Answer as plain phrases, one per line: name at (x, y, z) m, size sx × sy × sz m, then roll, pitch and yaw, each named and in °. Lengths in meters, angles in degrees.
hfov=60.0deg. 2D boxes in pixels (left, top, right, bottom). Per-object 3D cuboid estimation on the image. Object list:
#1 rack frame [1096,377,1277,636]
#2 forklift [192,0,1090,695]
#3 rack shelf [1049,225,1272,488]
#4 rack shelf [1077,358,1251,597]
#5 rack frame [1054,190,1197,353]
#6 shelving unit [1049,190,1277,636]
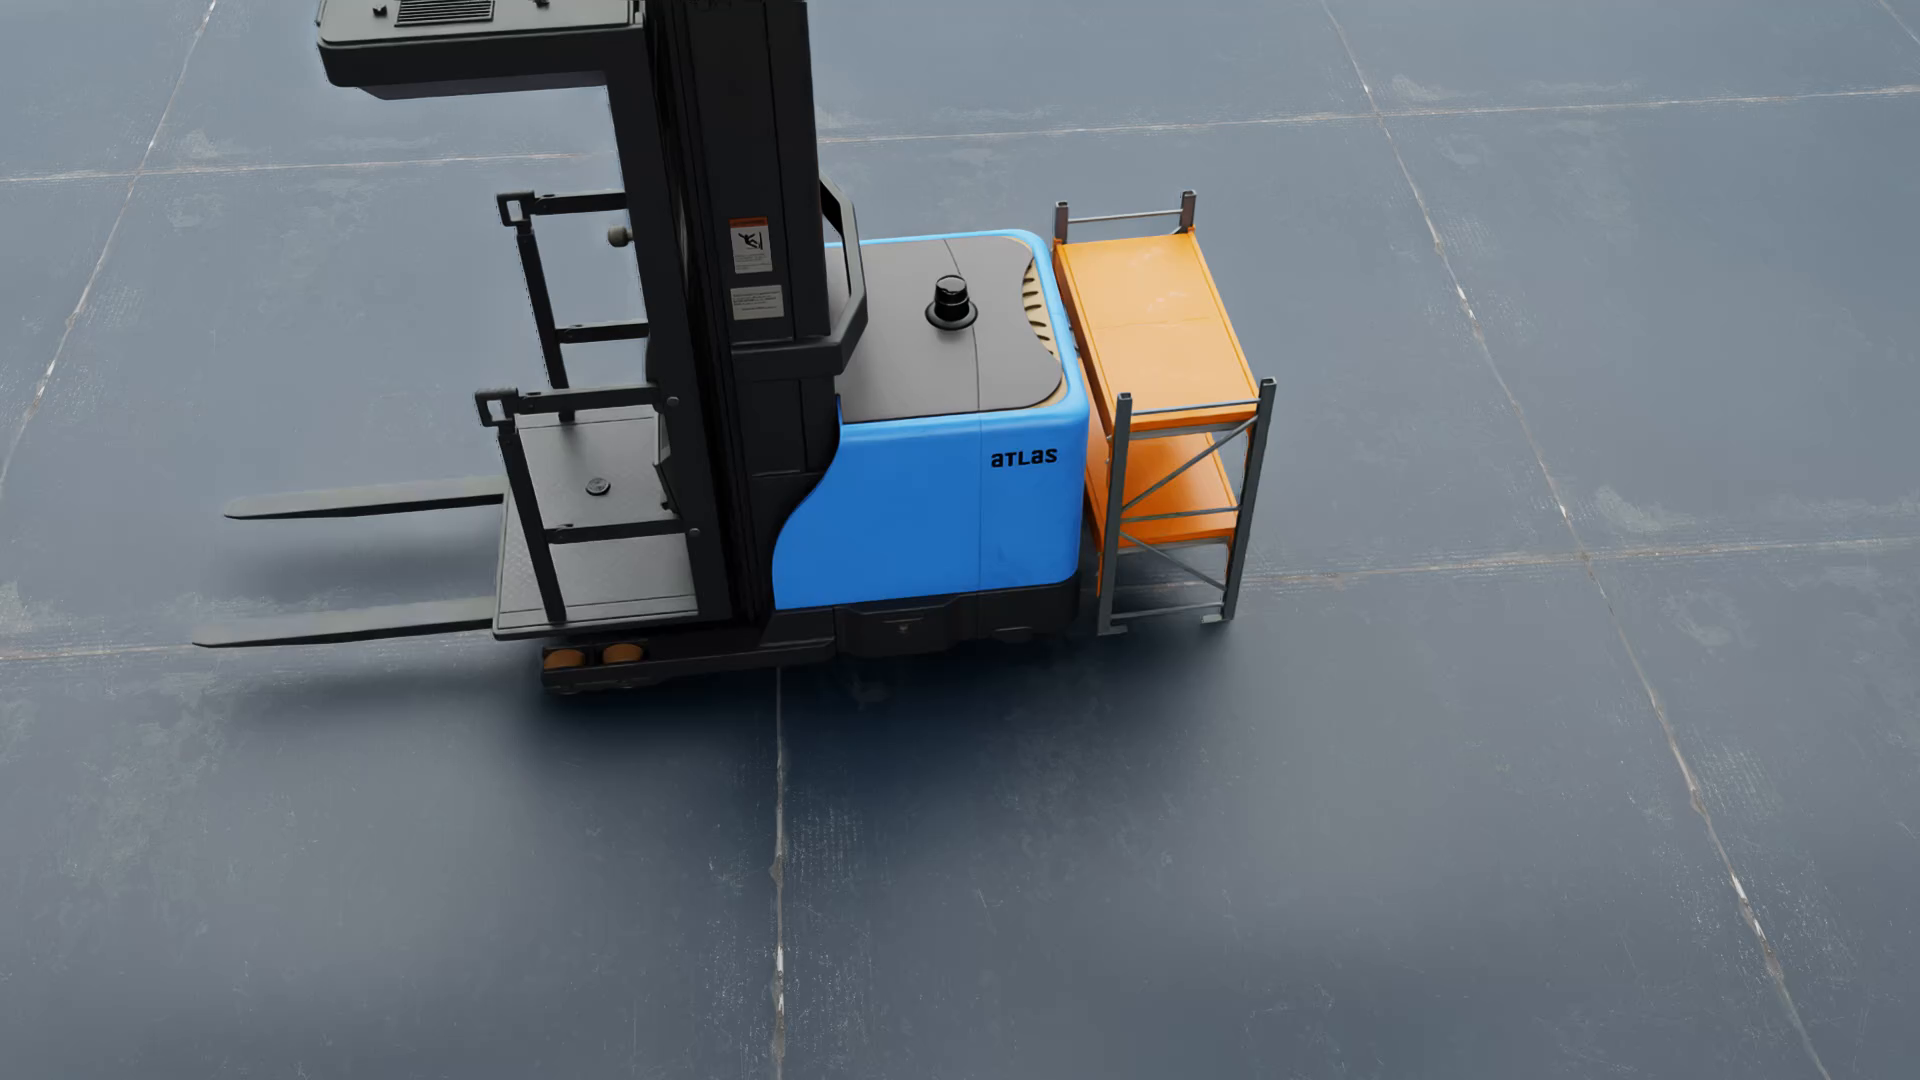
rack frame at (0.735, -0.083, 5.554) m, size 0.500 × 1.125 × 0.032 m, roll -6°, pitch 47°, yaw -6°
forklift at (-1.135, -0.884, 5.069) m, size 3.031 × 2.935 × 1.130 m, roll -5°, pitch 47°, yaw -5°
rack shelf at (0.659, -0.649, 5.687) m, size 0.538 × 0.278 × 1.000 m, roll -6°, pitch 47°, yaw -6°
rack shelf at (0.659, -0.280, 6.077) m, size 0.538 × 0.278 × 1.000 m, roll -6°, pitch 47°, yaw -6°
rack frame at (0.584, -0.813, 6.245) m, size 0.500 × 1.125 × 0.032 m, roll -6°, pitch 47°, yaw -6°
shelving unit at (0.659, -0.448, 5.899) m, size 0.538 × 1.125 × 1.048 m, roll -6°, pitch 47°, yaw -6°
